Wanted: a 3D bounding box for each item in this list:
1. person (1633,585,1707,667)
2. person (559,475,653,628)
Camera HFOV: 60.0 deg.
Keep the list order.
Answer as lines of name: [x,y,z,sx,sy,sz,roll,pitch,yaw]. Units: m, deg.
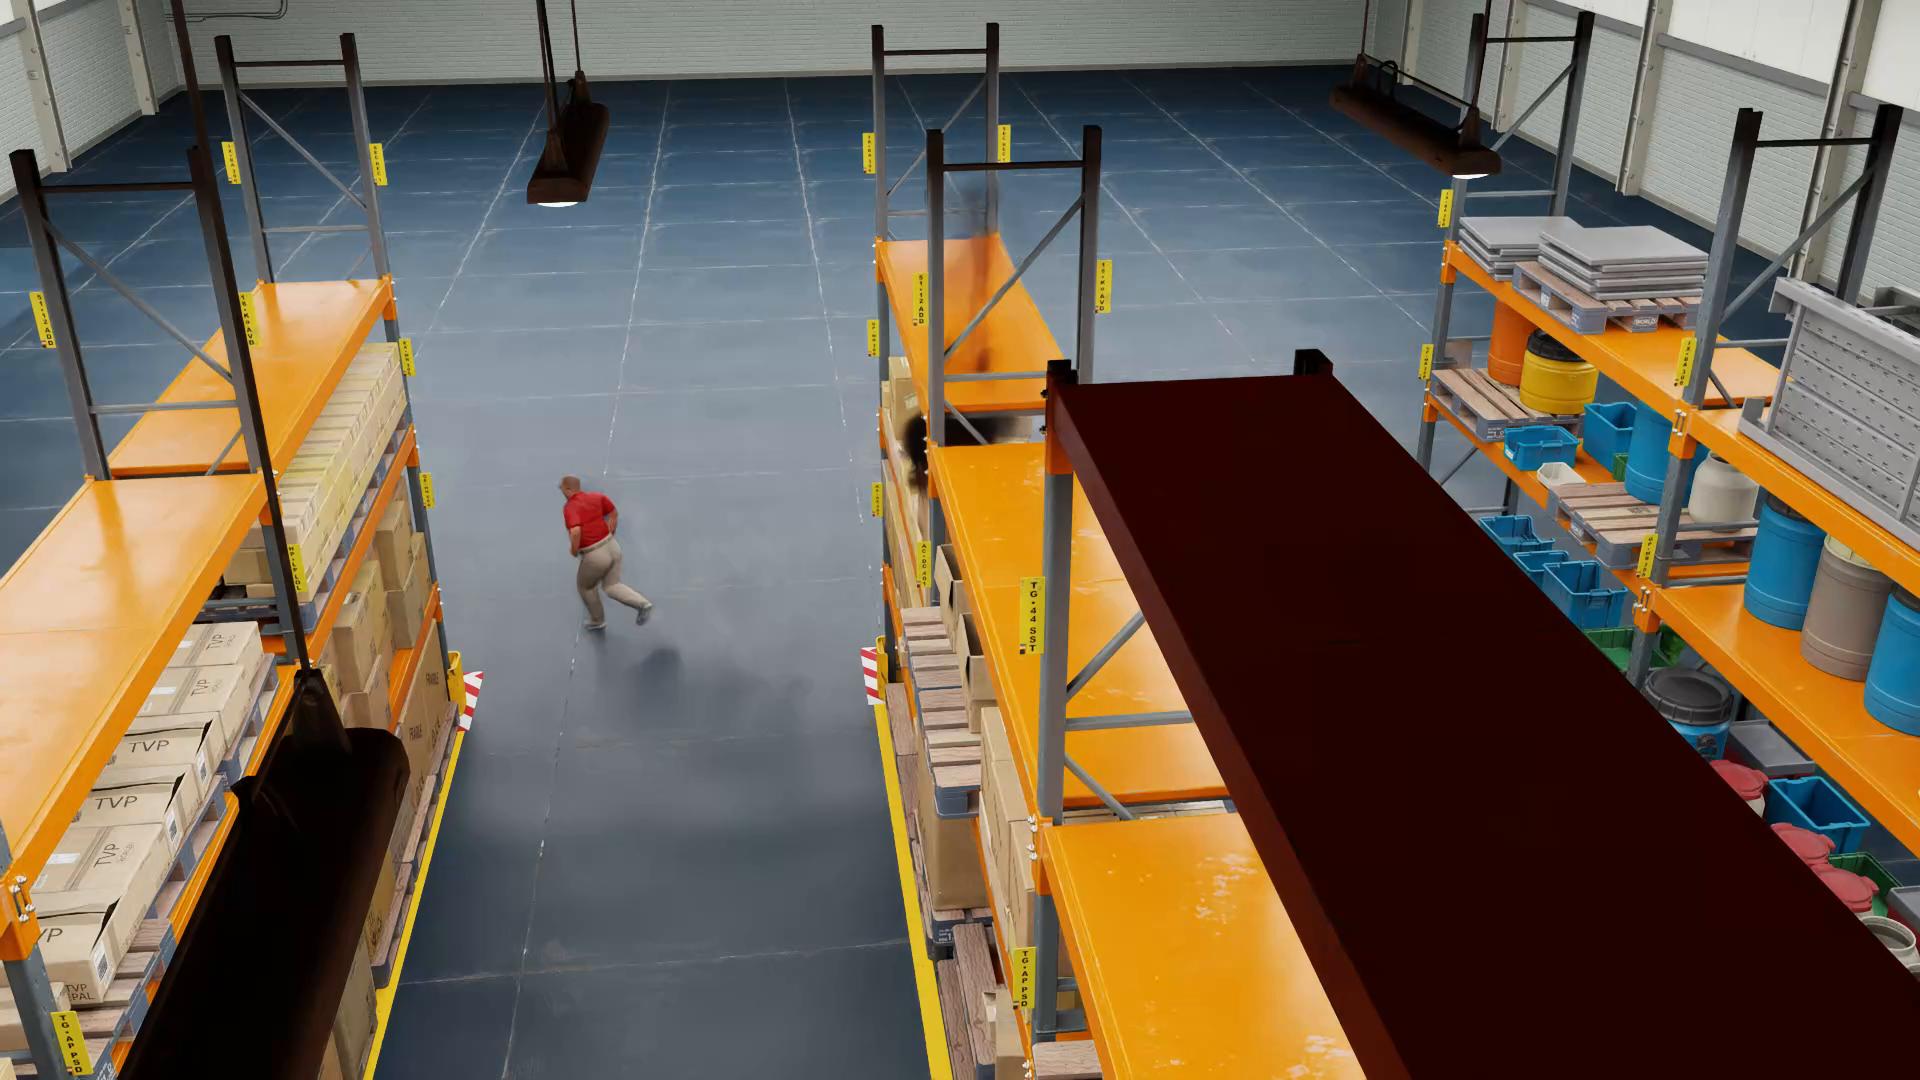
person: [6.343,0.704,14.954,0.668,1.765,1.131,-3,26,-7]
person: [-3.446,0.202,16.229,0.931,1.689,0.648,11,28,21]
